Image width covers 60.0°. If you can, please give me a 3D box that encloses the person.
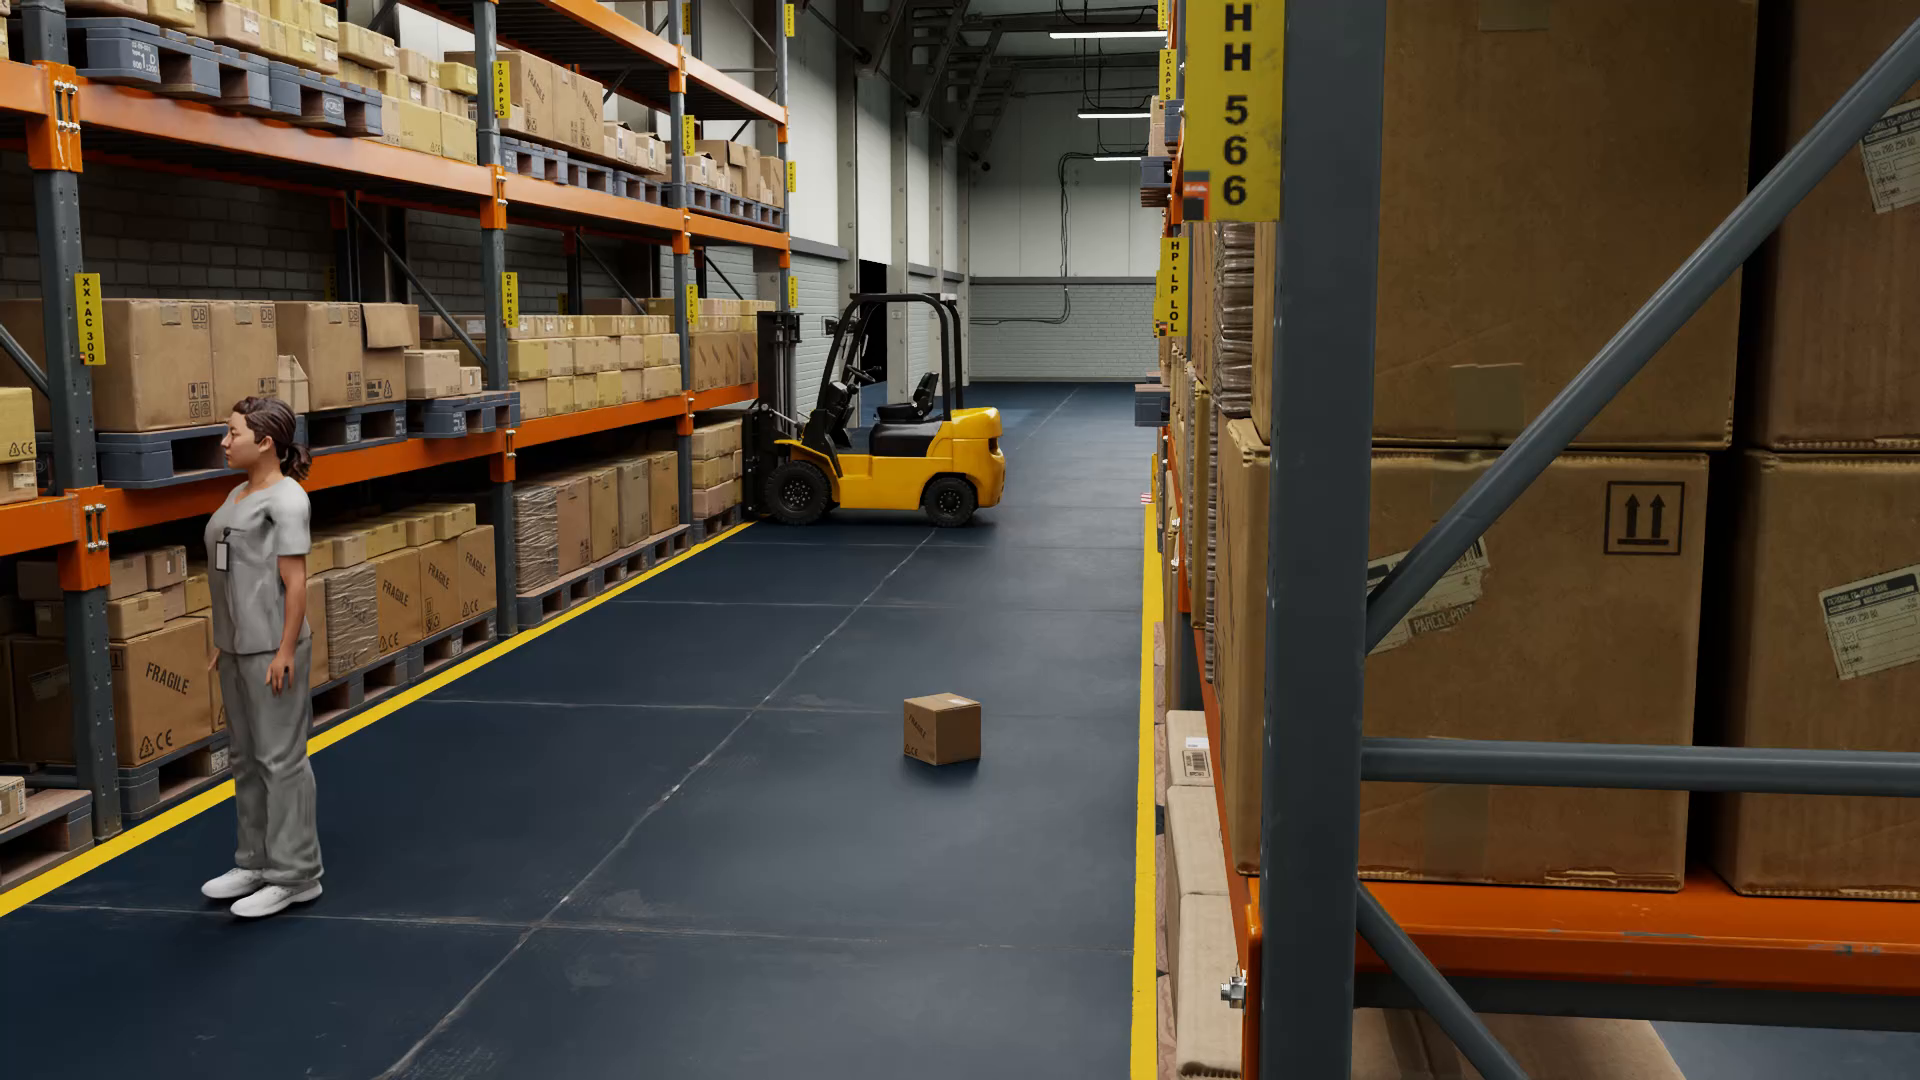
[{"bbox_3d":[-2.309,0.368,5.496,0.441,1.678,0.403,7,10,43],"label":"person"}]
